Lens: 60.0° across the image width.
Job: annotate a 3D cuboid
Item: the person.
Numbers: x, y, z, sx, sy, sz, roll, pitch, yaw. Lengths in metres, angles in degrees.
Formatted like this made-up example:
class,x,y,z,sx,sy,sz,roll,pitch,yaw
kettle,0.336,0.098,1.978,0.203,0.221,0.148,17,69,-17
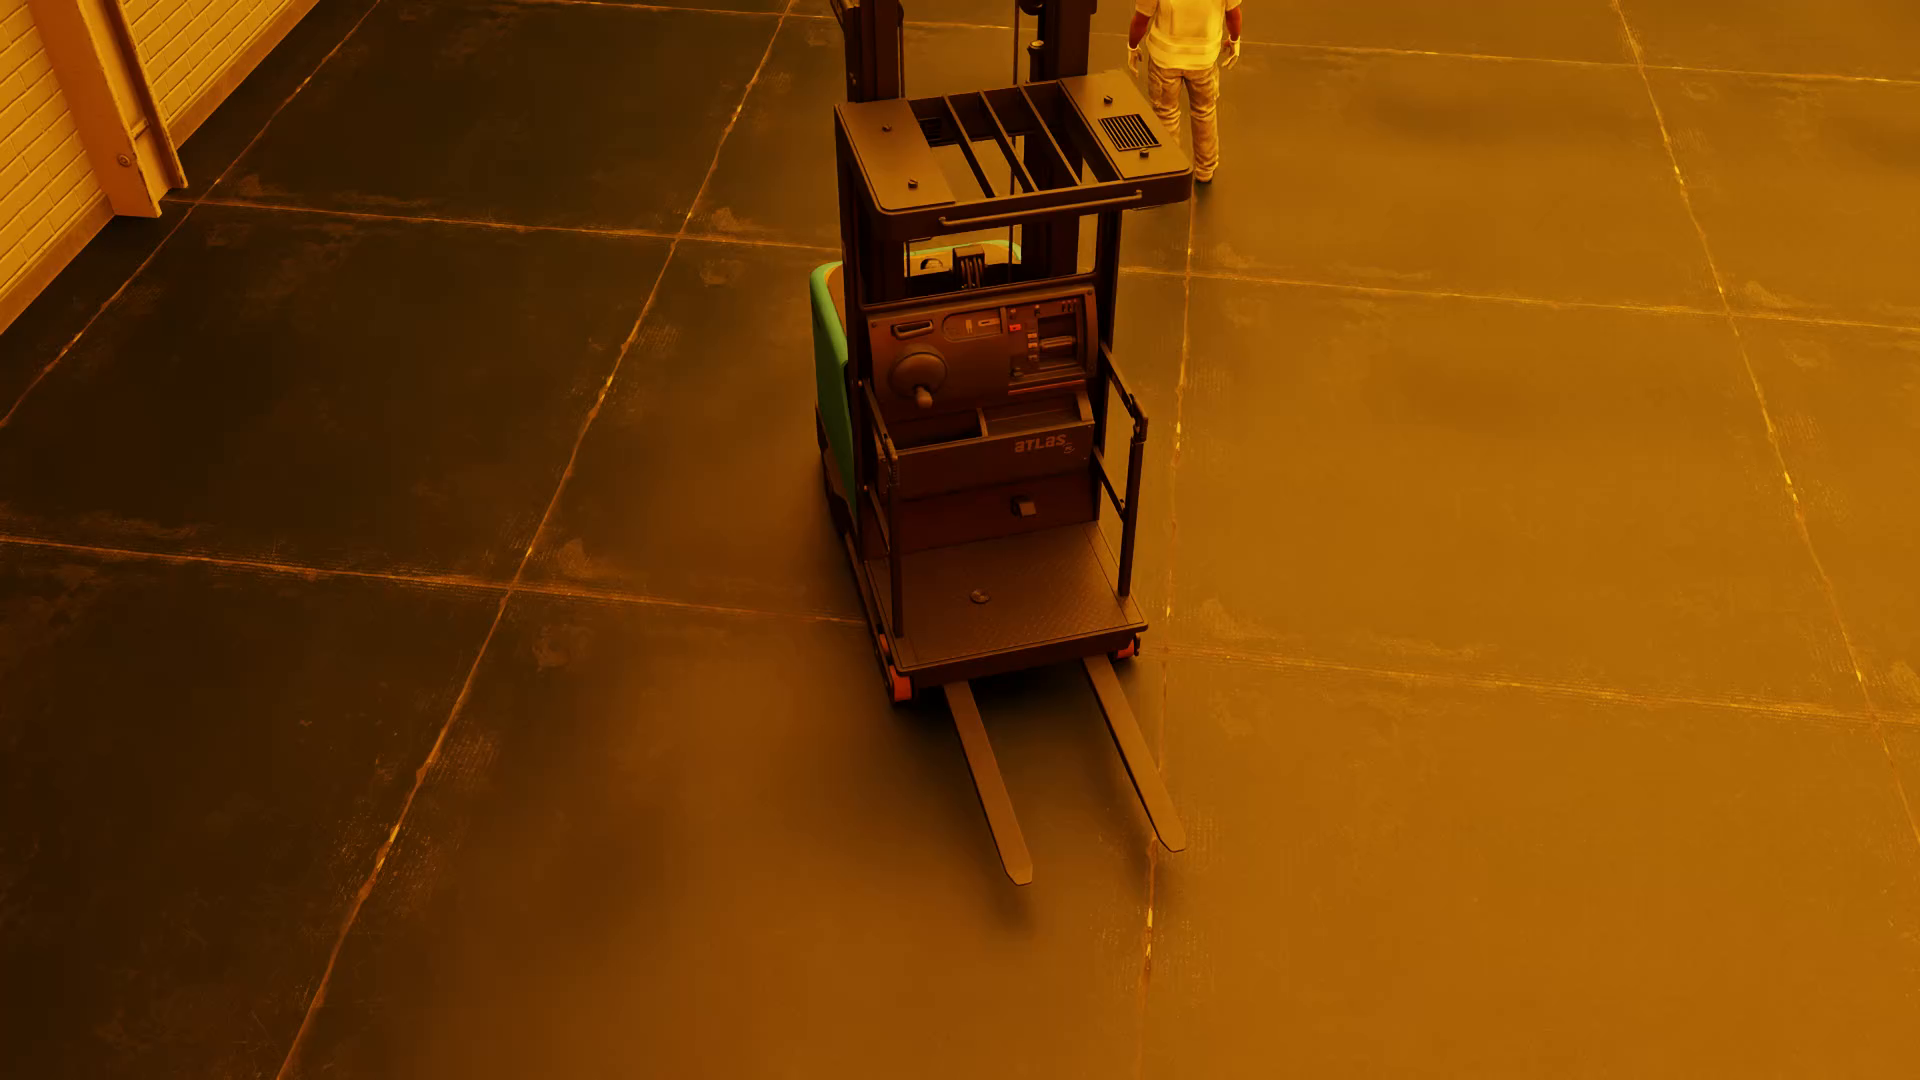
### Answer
class,x,y,z,sx,sy,sz,roll,pitch,yaw
person,1.298,-2.877,9.693,0.657,1.782,0.577,0,43,0

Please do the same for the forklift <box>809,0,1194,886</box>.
class,x,y,z,sx,sy,sz,roll,pitch,yaw
forklift,0.153,-0.681,6.465,1.130,2.935,3.031,-10,44,-11
